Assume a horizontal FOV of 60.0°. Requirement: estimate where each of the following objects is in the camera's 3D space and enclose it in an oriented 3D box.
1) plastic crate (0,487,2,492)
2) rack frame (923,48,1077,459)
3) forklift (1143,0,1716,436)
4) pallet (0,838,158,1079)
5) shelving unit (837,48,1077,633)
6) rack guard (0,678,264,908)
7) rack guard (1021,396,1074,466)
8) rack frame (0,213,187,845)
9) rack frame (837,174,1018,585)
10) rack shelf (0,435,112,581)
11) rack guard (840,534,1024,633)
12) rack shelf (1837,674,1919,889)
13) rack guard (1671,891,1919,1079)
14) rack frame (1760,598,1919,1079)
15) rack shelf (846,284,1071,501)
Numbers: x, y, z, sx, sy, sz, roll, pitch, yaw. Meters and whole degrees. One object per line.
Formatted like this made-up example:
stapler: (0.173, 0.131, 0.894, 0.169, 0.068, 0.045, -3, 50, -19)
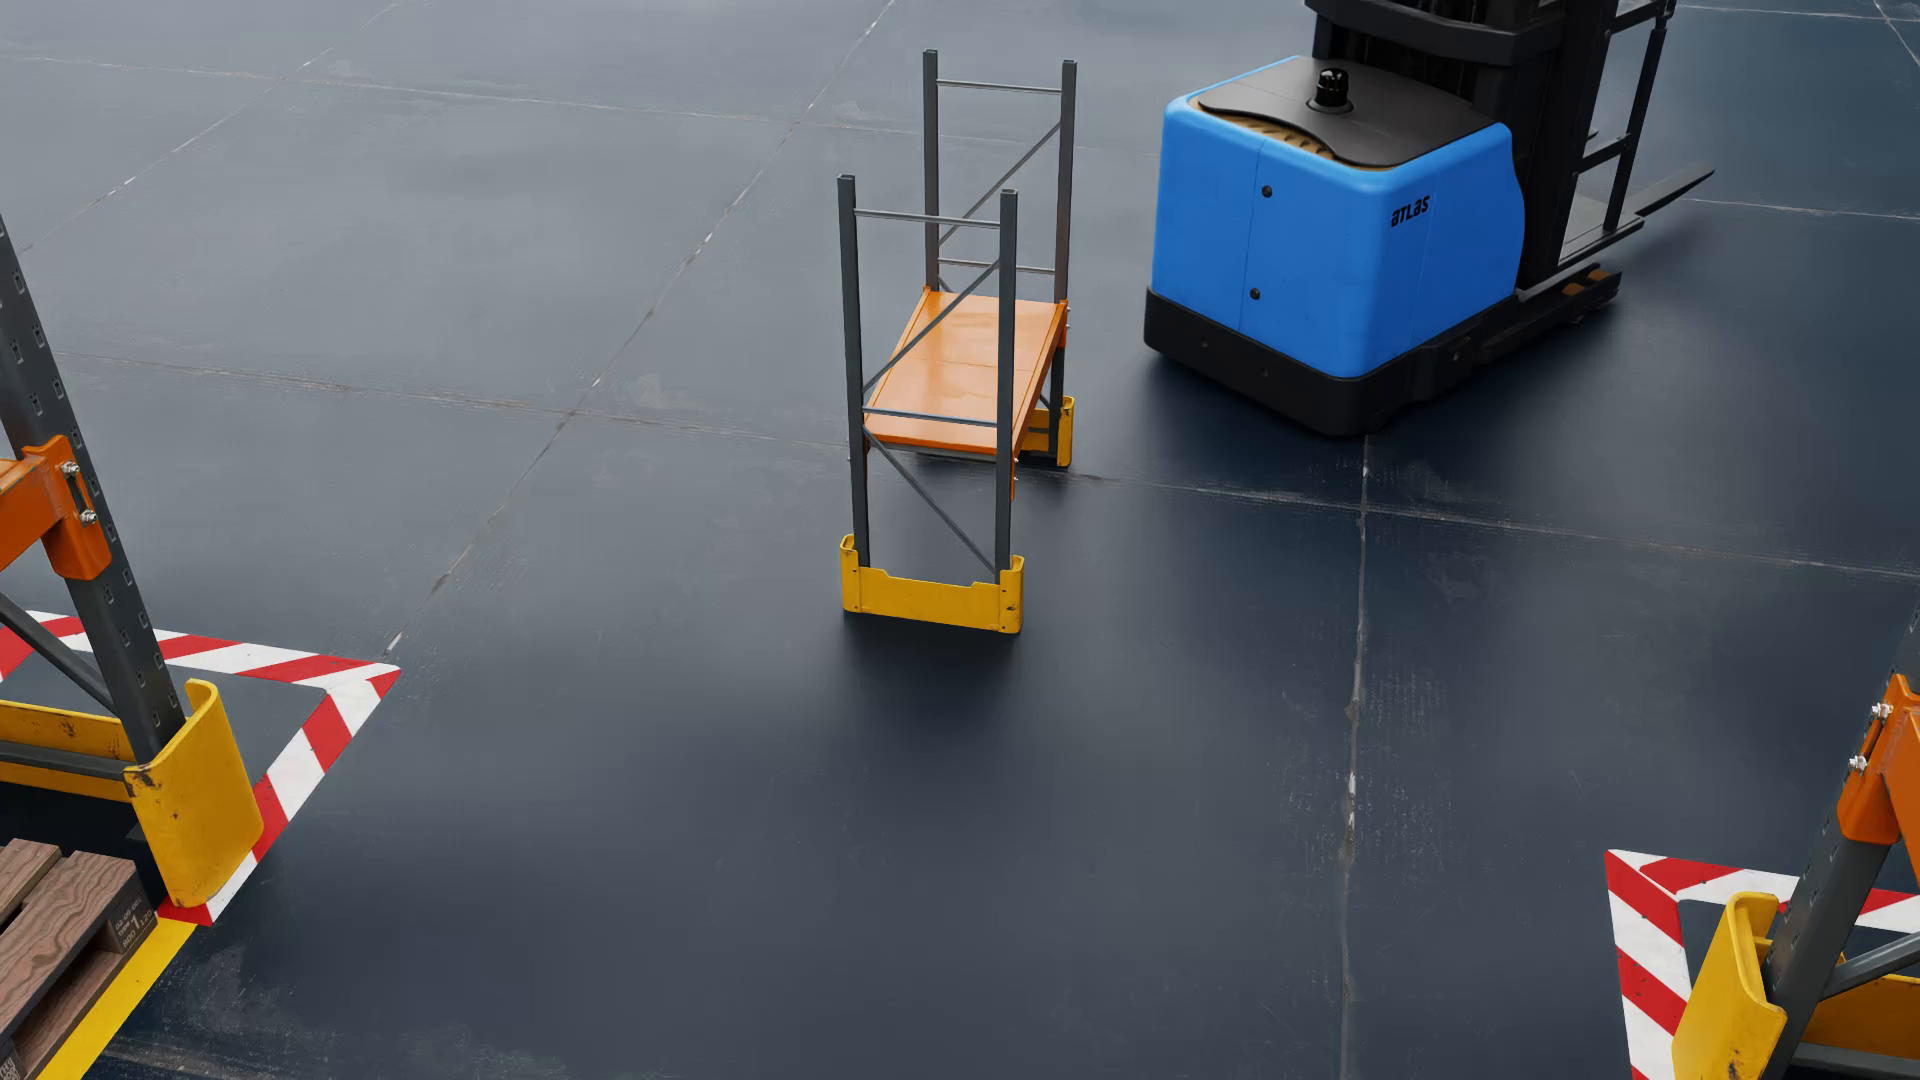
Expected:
plastic crate: (-2.378, -0.069, 3.416, 0.499, 0.251, 0.616, 7, 37, 10)
rack frame: (0.127, -0.948, 5.779, 0.500, 1.500, 0.032, 7, 37, 10)
forklift: (2.181, -2.306, 6.434, 3.031, 2.935, 1.130, -28, 44, -33)
pallet: (-2.713, 1.190, 3.928, 1.003, 0.211, 1.213, 7, 37, 10)
shelving unit: (0.016, -0.651, 5.370, 0.587, 1.500, 1.083, 7, 37, 10)
rack guard: (-2.534, 0.608, 4.485, 1.175, 0.500, 0.348, 7, 37, 10)
rack guard: (0.123, -0.430, 6.131, 0.587, 0.250, 0.087, 7, 37, 10)
rack frame: (-2.564, -0.454, 3.820, 1.000, 3.000, 0.127, 7, 37, 10)
rack frame: (-0.090, -0.365, 4.975, 0.500, 1.500, 0.032, 7, 37, 10)
rack shelf: (-2.991, 0.984, 2.449, 1.077, 0.370, 4.000, 7, 37, 10)
rack guard: (-0.090, 0.141, 5.343, 0.587, 0.250, 0.087, 7, 37, 10)
rack shelf: (1.847, 1.607, 1.589, 1.077, 0.370, 4.000, 7, 37, 10)
rack guard: (2.280, 1.168, 3.713, 1.175, 0.500, 0.348, 7, 37, 10)
rack frame: (2.274, 0.169, 2.960, 1.000, 3.000, 0.127, 7, 37, 10)
rack shelf: (0.018, -0.511, 5.483, 0.538, 0.185, 1.000, 7, 37, 10)
